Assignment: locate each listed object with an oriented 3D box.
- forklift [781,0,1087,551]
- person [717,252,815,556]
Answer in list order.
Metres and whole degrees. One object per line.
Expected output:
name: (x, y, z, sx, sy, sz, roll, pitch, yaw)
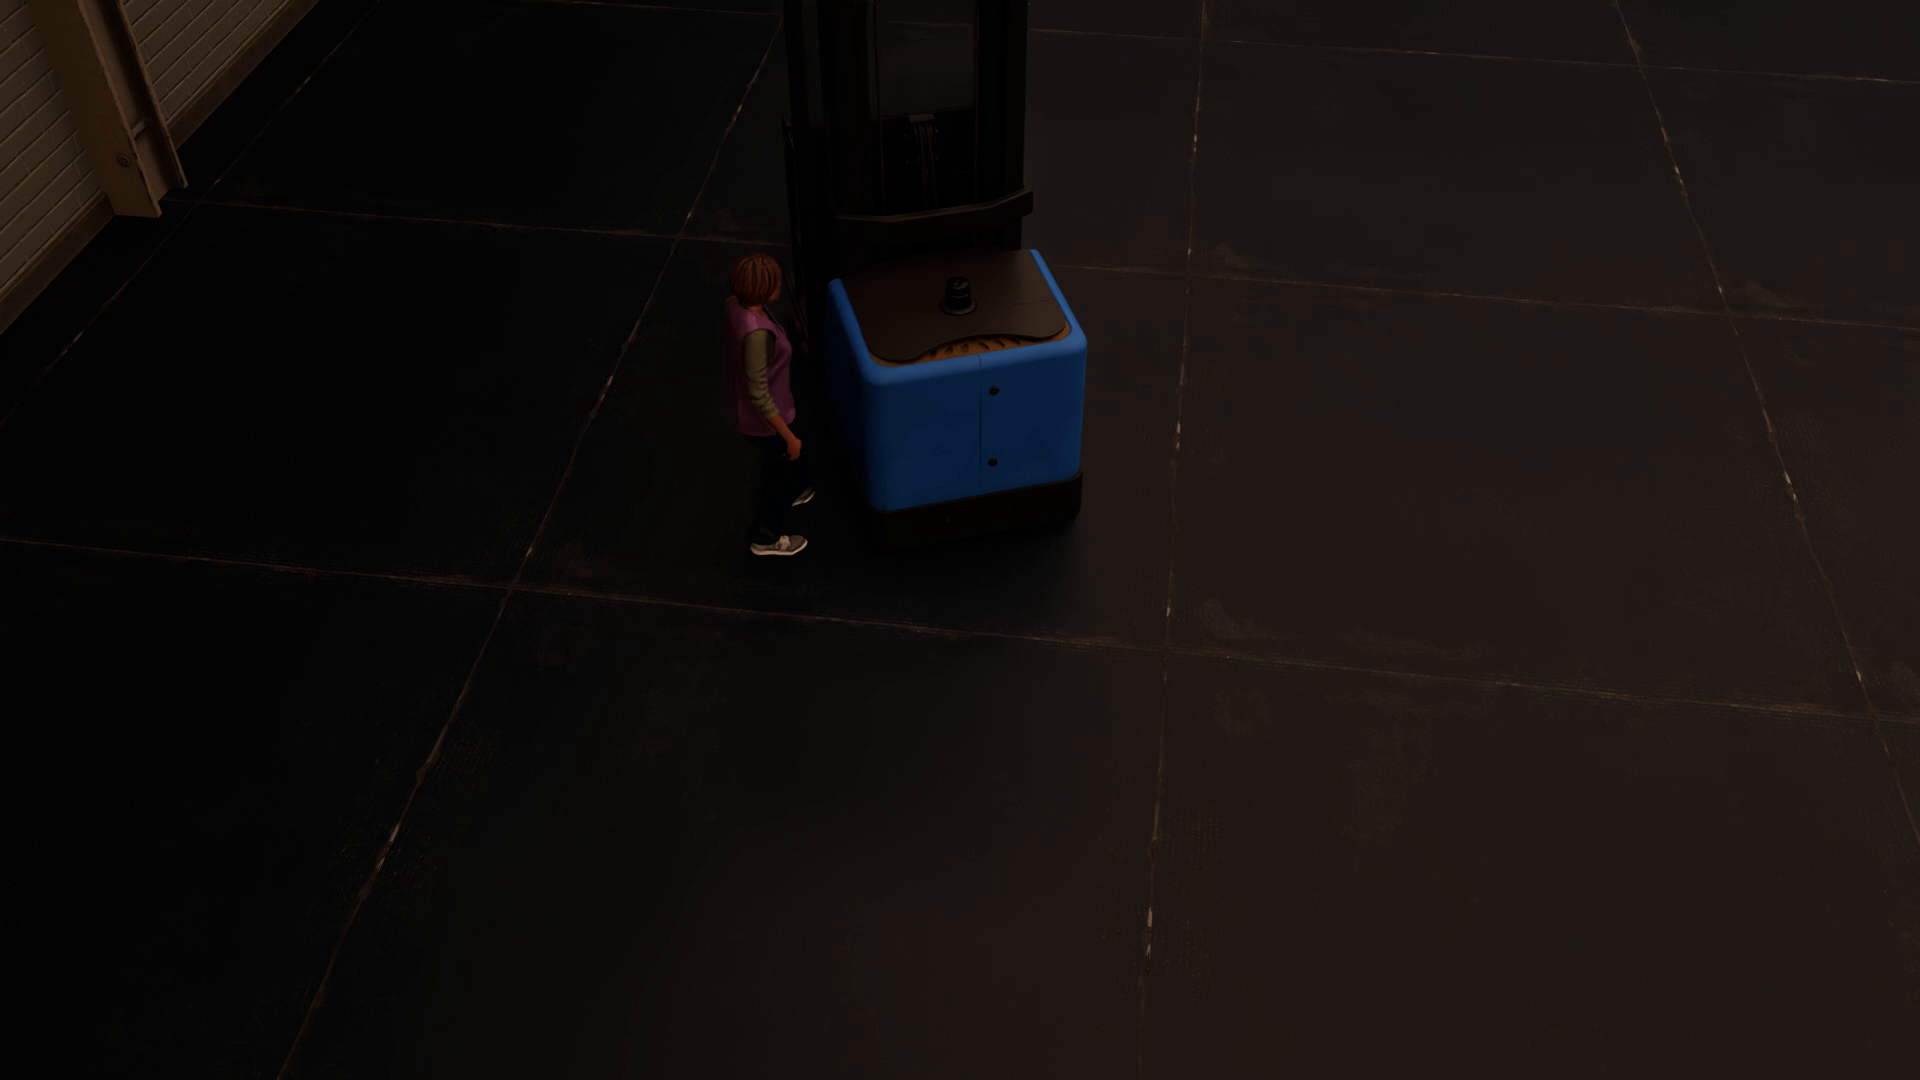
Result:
forklift: (-0.300, -2.037, 7.942, 1.130, 2.935, 3.031, -10, 44, -11)
person: (-0.823, -0.599, 7.394, 0.412, 1.553, 0.694, -14, 44, -15)
